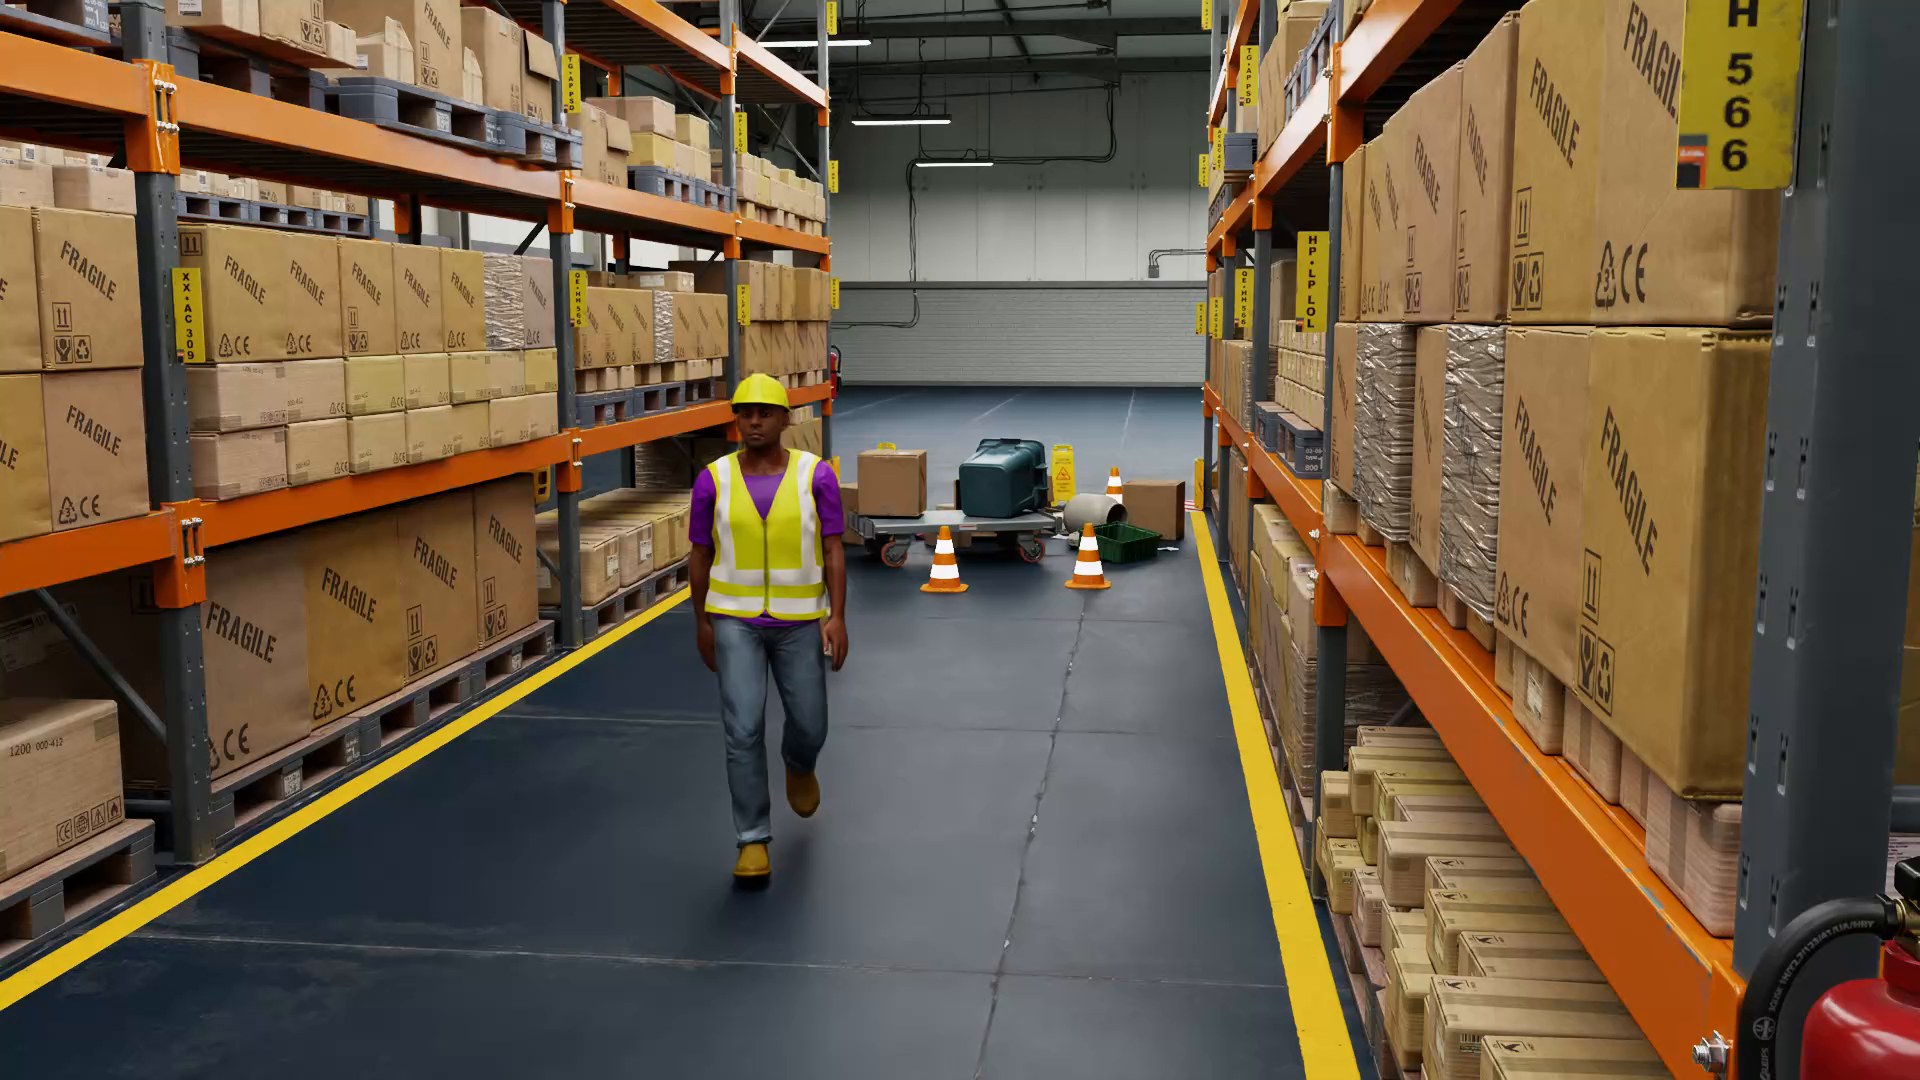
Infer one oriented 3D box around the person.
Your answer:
[{"bbox_3d":[-0.689,0.278,5.985,0.563,1.747,0.762,-1,8,-8],"label":"person"}]
